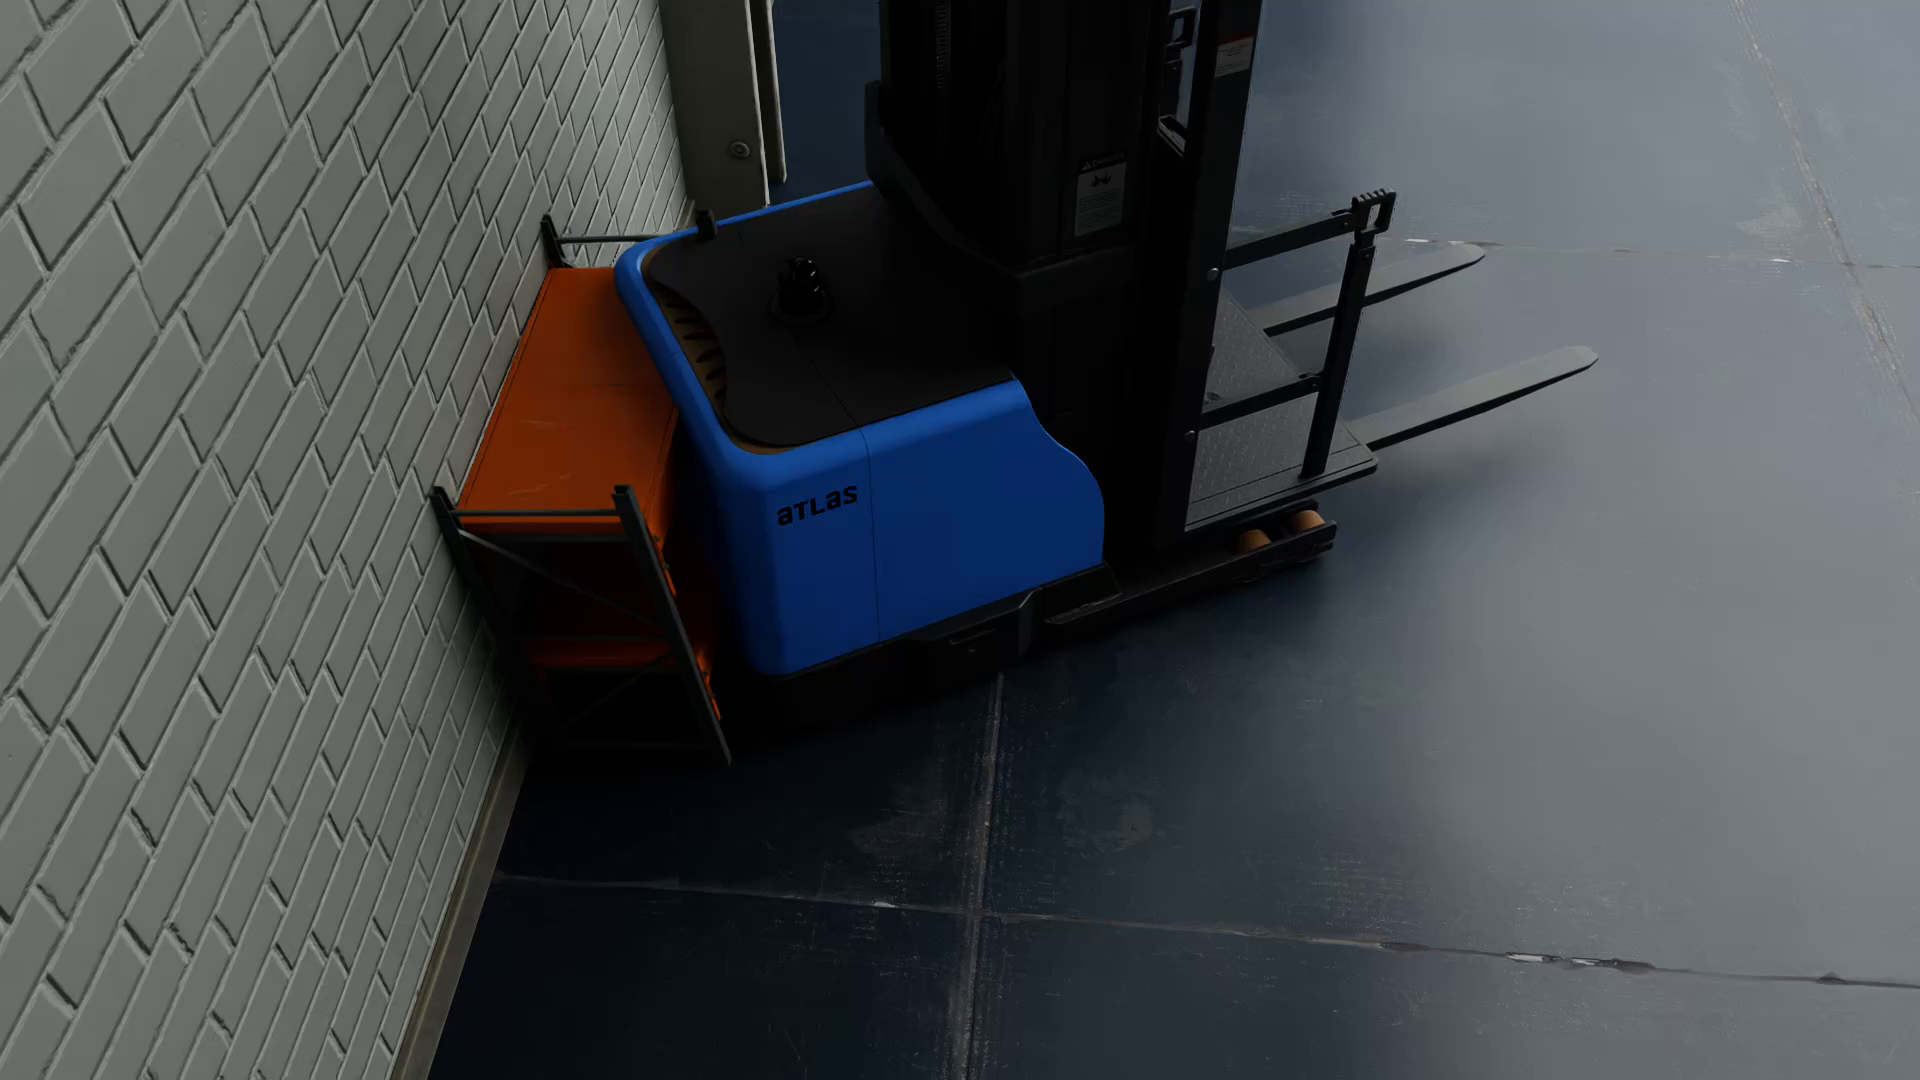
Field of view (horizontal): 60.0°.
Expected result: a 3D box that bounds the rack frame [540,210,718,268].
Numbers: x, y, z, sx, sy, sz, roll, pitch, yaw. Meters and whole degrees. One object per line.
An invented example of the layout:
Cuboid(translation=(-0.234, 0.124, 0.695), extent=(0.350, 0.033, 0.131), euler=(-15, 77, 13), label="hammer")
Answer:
Cuboid(translation=(-0.861, -0.513, 4.945), extent=(0.500, 1.125, 0.032), euler=(0, 49, 8), label="rack frame")

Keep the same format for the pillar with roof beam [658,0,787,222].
Cuboid(translation=(3.431, -4.056, 2.861), extent=(9.100, 9.000, 0.400), euler=(4, 48, 4), label="pillar with roof beam")

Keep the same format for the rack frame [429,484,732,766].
Cuboid(translation=(-0.949, 0.254, 4.283), extent=(0.500, 1.125, 0.032), euler=(0, 49, 8), label="rack frame")

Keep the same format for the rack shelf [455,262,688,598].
Cuboid(translation=(-0.936, -0.322, 4.395), extent=(0.538, 0.278, 1.000), euler=(0, 49, 8), label="rack shelf")

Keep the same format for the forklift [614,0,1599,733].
Cuboid(translation=(0.602, -1.195, 4.357), extent=(3.031, 2.935, 1.130), euler=(-19, 50, -17), label="forklift")

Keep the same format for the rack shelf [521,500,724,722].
Cuboid(translation=(-0.880, 0.031, 4.796), extent=(0.538, 0.278, 1.000), euler=(0, 49, 8), label="rack shelf")

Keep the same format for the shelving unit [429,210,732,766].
Cuboid(translation=(-0.905, -0.129, 4.614), extent=(0.538, 1.125, 1.048), euler=(0, 49, 8), label="shelving unit")
